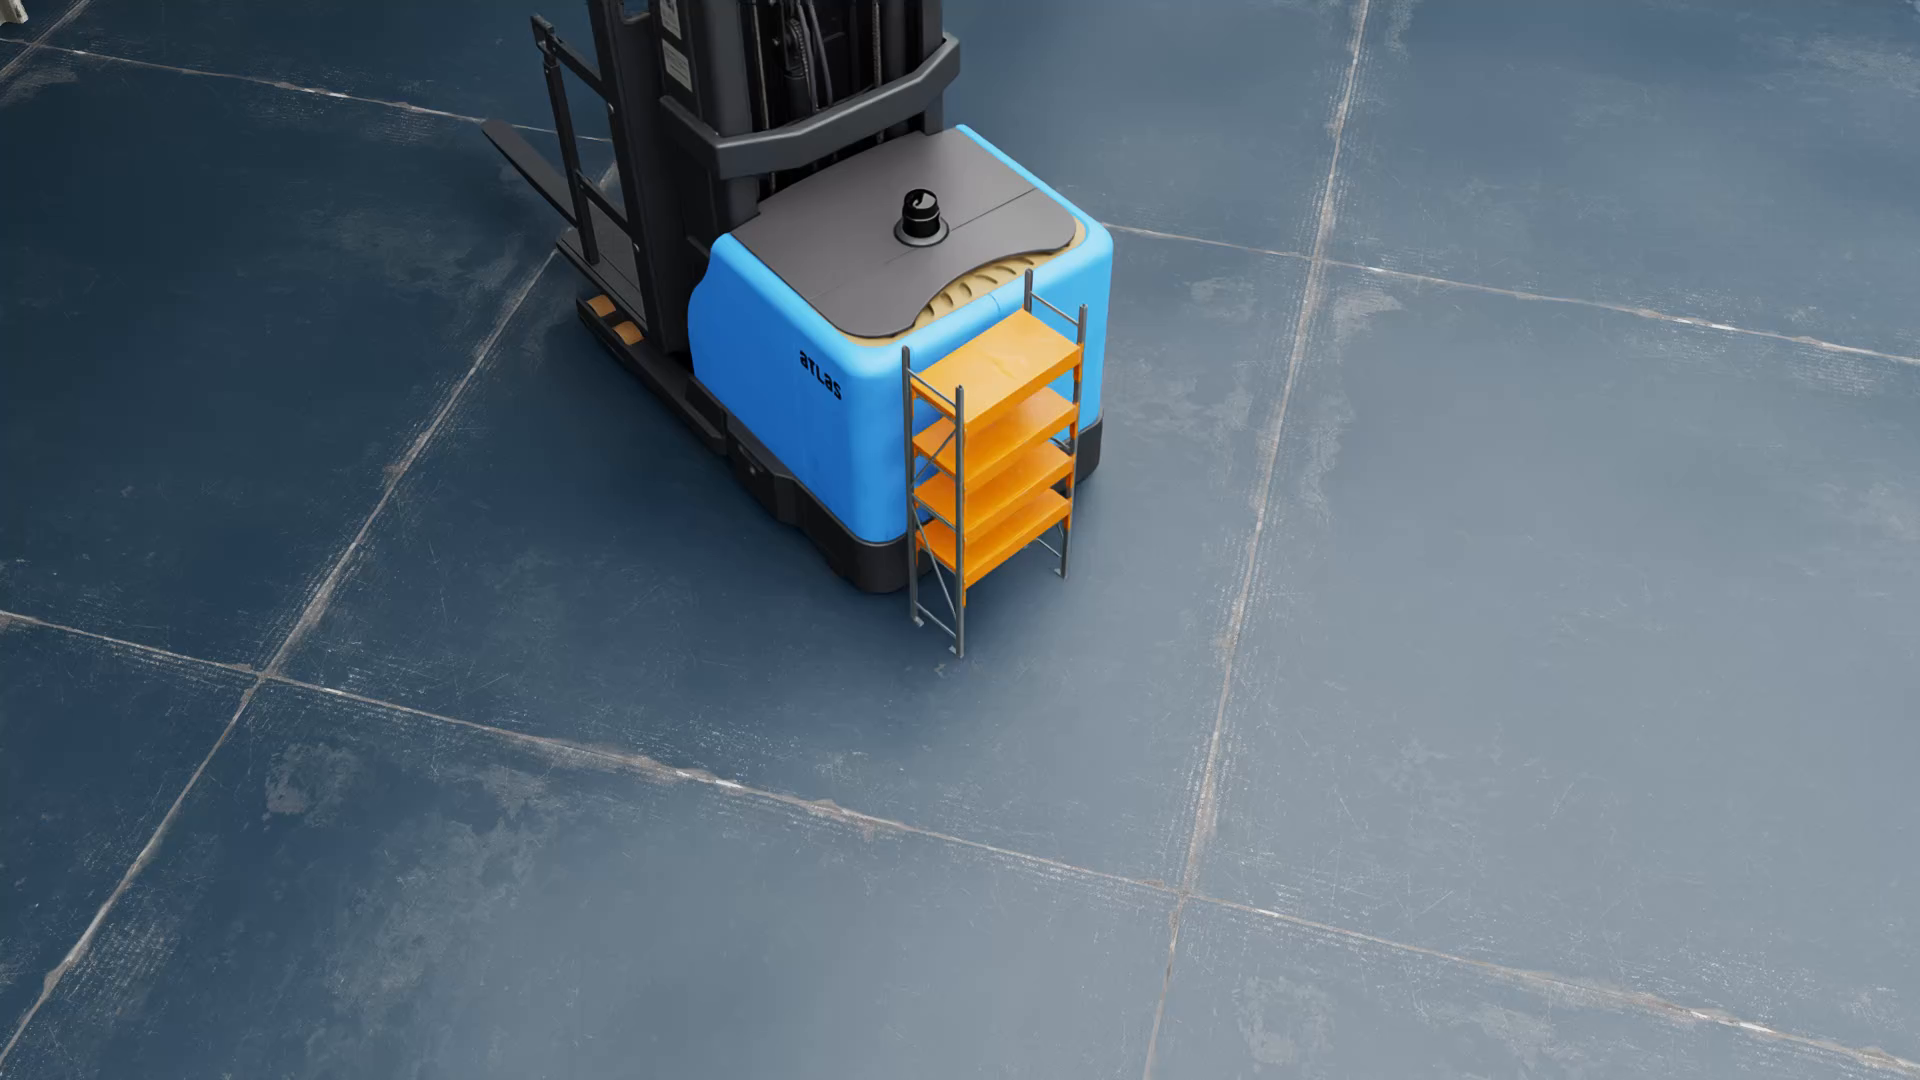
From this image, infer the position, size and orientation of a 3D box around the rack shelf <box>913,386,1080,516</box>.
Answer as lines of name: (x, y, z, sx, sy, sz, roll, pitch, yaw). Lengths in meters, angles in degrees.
rack shelf: (0.101, -0.308, 5.013, 0.480, 0.148, 0.258, -36, 57, -27)

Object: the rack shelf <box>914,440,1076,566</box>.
rack shelf: (0.101, -0.160, 5.181, 0.480, 0.148, 0.258, -36, 57, -27)

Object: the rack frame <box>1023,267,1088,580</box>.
rack frame: (0.277, -0.331, 5.242, 0.015, 1.200, 0.240, -36, 57, -27)

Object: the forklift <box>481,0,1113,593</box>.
forklift: (-0.814, -1.845, 5.424, 1.130, 2.935, 3.031, -31, 55, -24)

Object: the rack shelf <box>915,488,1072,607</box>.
rack shelf: (0.101, -0.029, 5.330, 0.480, 0.148, 0.258, -36, 57, -27)

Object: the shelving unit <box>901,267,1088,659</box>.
shelving unit: (0.101, -0.205, 5.130, 0.503, 1.200, 0.258, -36, 57, -27)

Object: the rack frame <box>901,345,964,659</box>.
rack frame: (-0.076, -0.079, 5.019, 0.015, 1.200, 0.240, -36, 57, -27)

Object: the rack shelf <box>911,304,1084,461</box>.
rack shelf: (0.101, -0.465, 4.836, 0.480, 0.148, 0.258, -36, 57, -27)
